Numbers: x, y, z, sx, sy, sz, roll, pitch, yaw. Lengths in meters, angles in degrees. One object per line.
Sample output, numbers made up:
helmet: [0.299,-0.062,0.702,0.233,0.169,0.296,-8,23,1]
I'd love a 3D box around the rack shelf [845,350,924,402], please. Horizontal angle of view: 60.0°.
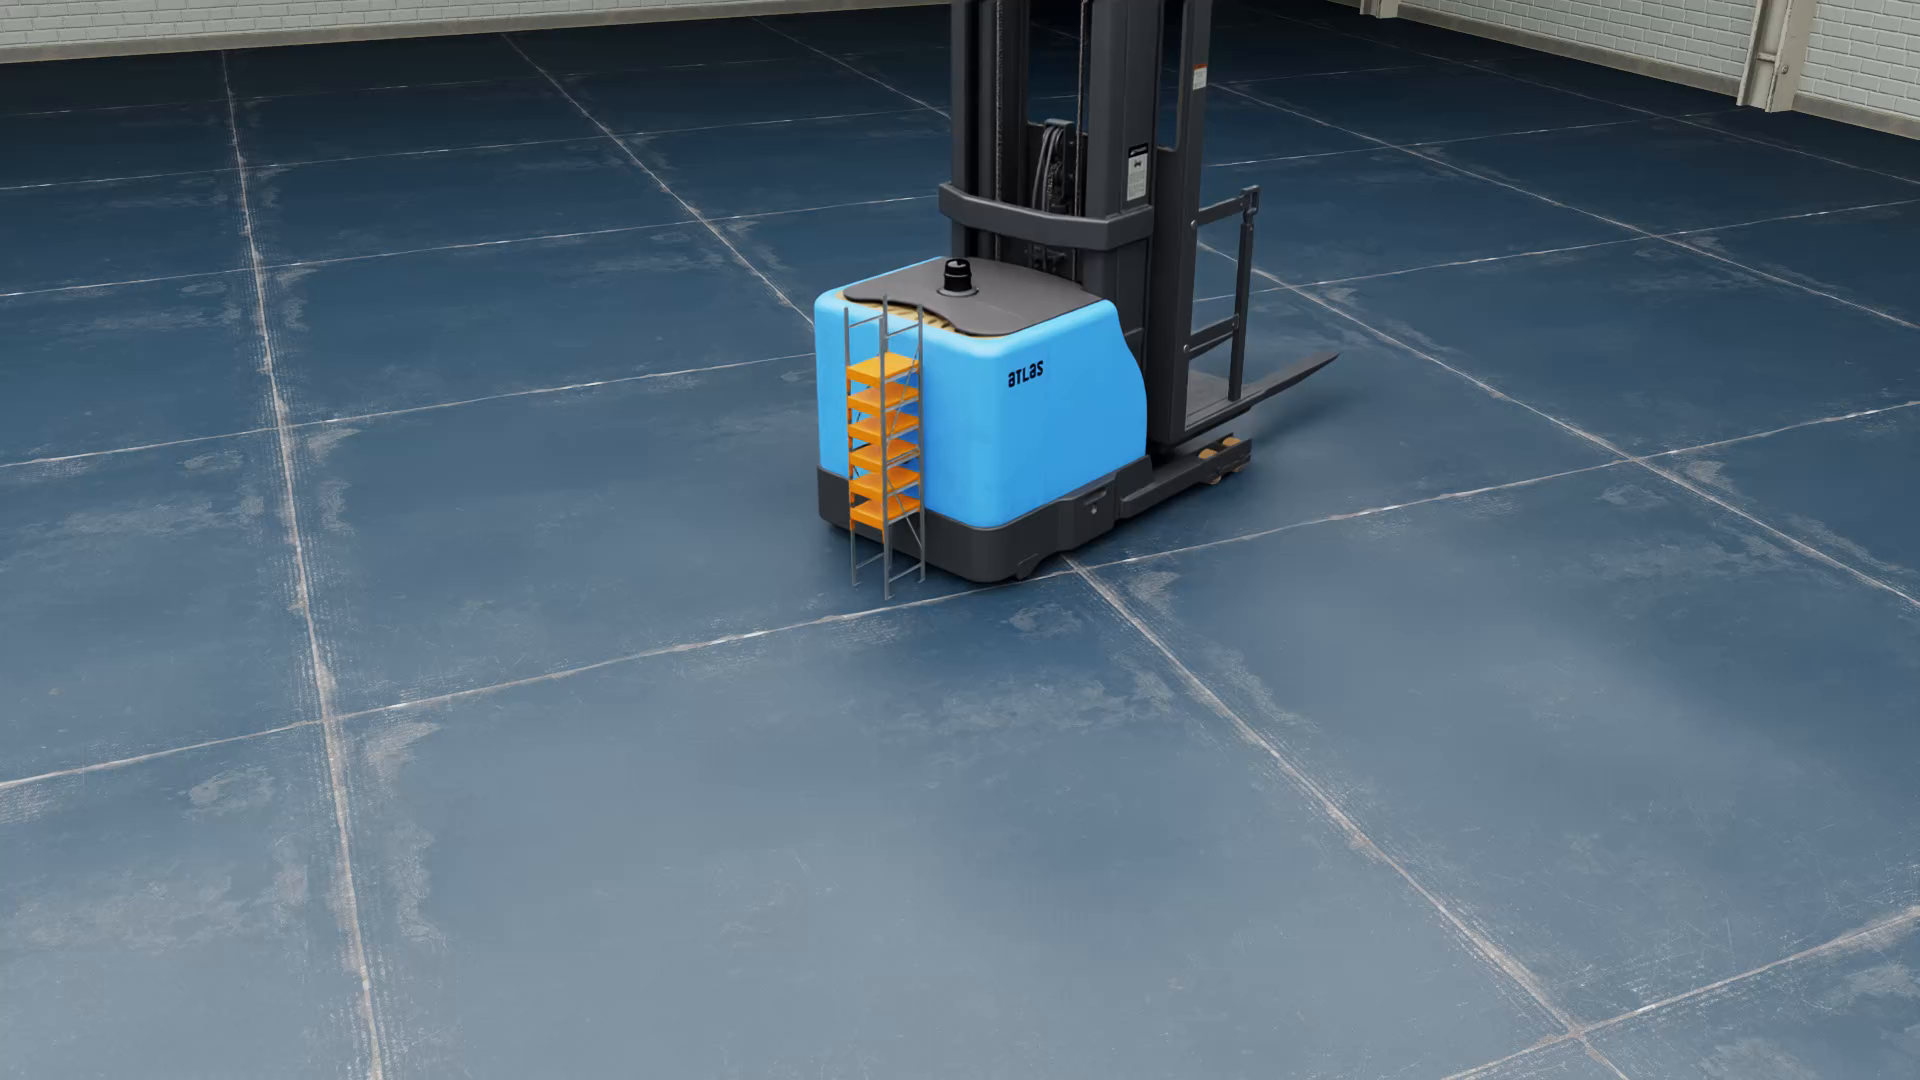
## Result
rack shelf: [-0.294,-0.641,6.476,0.180,0.103,0.258,20,33,36]

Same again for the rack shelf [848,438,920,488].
rack shelf: [-0.294,-0.318,6.634,0.180,0.103,0.258,20,33,36]

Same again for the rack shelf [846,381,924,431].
rack shelf: [-0.294,-0.533,6.529,0.180,0.103,0.258,20,33,36]

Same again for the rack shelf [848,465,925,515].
rack shelf: [-0.294,-0.210,6.687,0.180,0.103,0.258,20,33,36]

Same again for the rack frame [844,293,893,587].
rack frame: [-0.364,-0.384,6.668,0.006,1.200,0.240,20,33,36]

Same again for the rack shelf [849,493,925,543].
rack shelf: [-0.294,-0.102,6.740,0.180,0.103,0.258,20,33,36]

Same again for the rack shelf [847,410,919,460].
rack shelf: [-0.294,-0.426,6.582,0.180,0.103,0.258,20,33,36]

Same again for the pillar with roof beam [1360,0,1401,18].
pillar with roof beam: [1.206,-9.771,17.006,9.100,9.000,0.400,-11,28,-21]

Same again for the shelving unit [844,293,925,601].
shelving unit: [-0.294,-0.358,6.615,0.189,1.200,0.258,20,33,36]

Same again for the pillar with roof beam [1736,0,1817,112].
pillar with roof beam: [3.555,-7.349,12.045,9.100,9.000,0.400,-11,28,-21]

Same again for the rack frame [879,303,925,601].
rack frame: [-0.224,-0.332,6.562,0.006,1.200,0.240,20,33,36]

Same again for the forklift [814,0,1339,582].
forklift: [0.738,-1.708,7.407,1.130,2.935,3.031,22,33,37]
